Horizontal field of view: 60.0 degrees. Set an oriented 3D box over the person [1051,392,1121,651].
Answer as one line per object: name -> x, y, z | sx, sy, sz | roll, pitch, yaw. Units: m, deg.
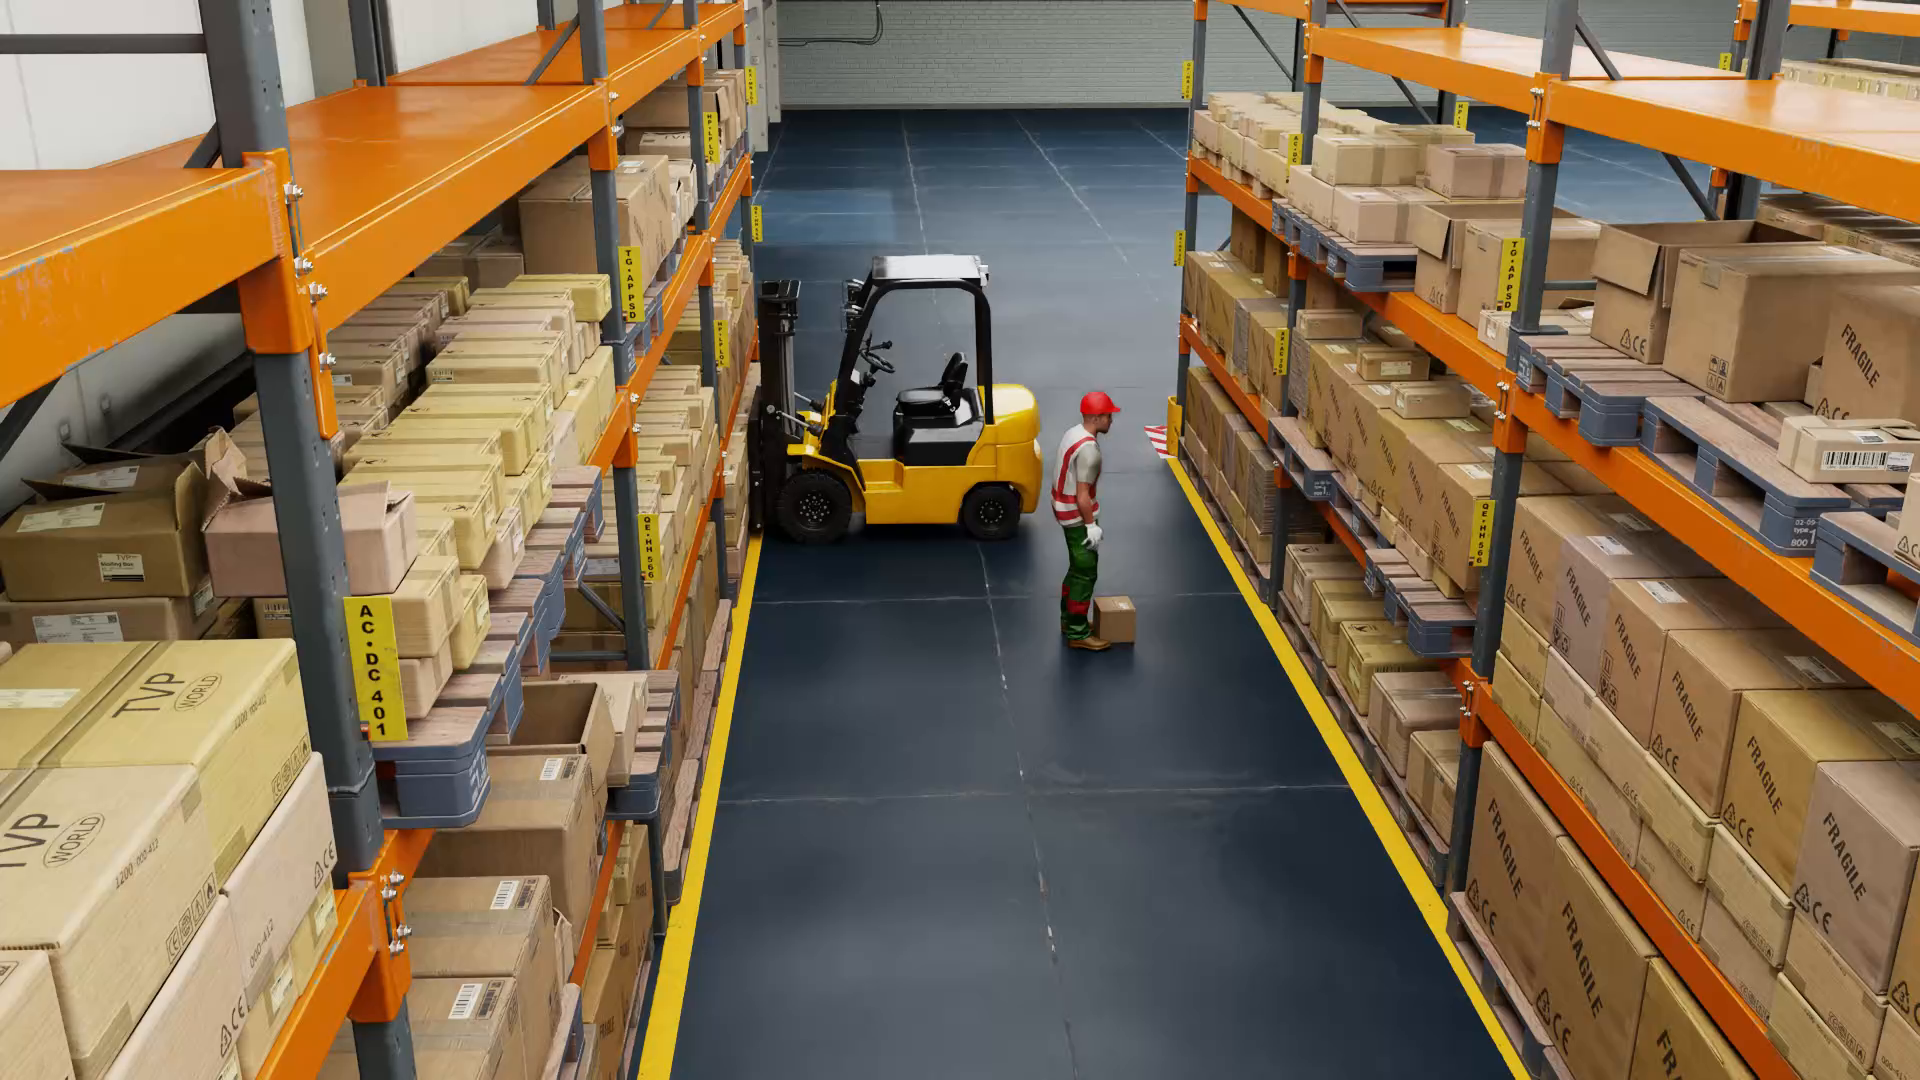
person -> 0.863, -0.151, 11.465 | 0.456, 1.778, 0.617 | -1, 20, -4
